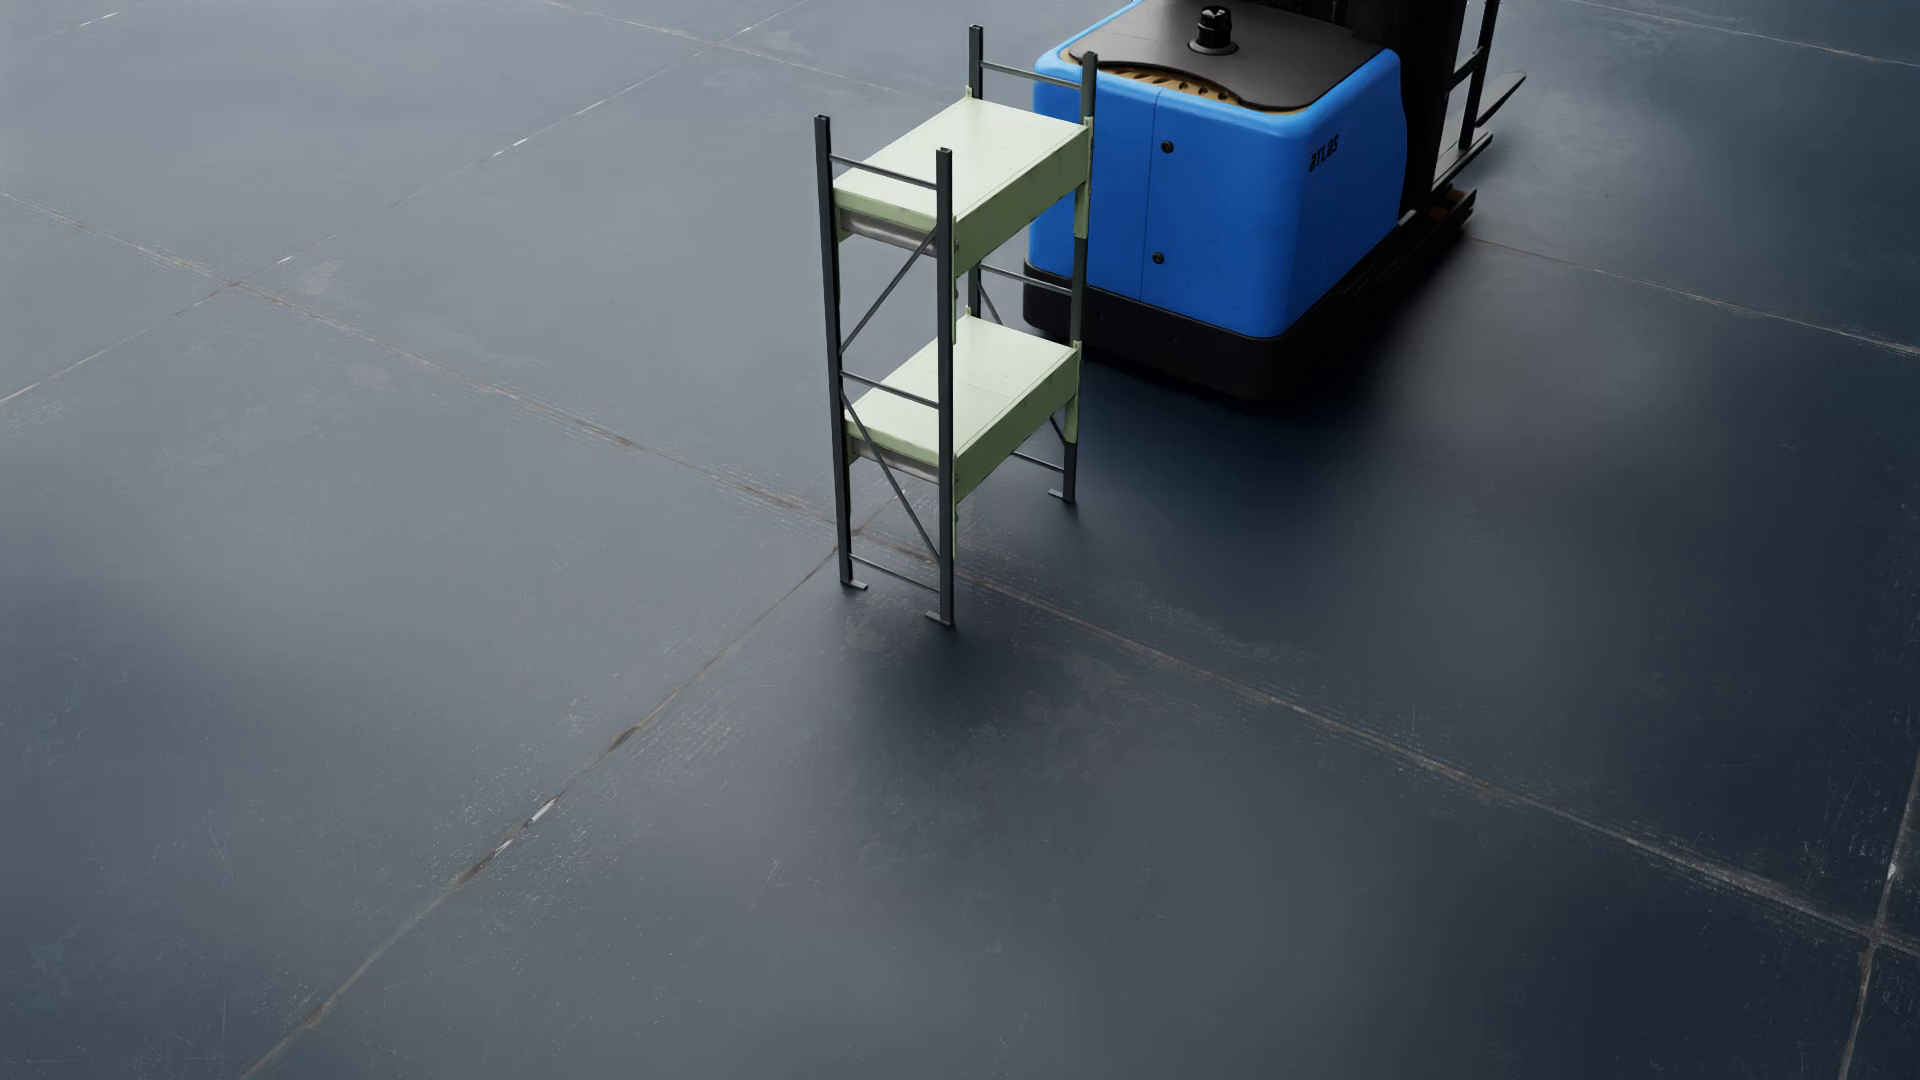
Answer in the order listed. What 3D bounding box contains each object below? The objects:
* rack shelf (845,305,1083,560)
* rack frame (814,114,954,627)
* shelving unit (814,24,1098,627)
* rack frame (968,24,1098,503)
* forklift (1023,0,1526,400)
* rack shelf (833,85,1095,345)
[{"bbox_3d":[0.004,-0.339,4.996,0.431,0.370,0.720,21,42,25],"label":"rack shelf"},{"bbox_3d":[-0.193,-0.409,4.552,0.400,1.500,0.023,21,42,25],"label":"rack frame"},{"bbox_3d":[0.004,-0.597,4.797,0.431,1.500,0.755,21,42,25],"label":"shelving unit"},{"bbox_3d":[0.200,-0.786,5.041,0.400,1.500,0.023,21,42,25],"label":"rack frame"},{"bbox_3d":[1.484,-2.505,6.099,1.130,2.935,3.031,23,43,27],"label":"forklift"},{"bbox_3d":[0.004,-0.907,4.558,0.431,0.370,0.720,21,42,25],"label":"rack shelf"}]
